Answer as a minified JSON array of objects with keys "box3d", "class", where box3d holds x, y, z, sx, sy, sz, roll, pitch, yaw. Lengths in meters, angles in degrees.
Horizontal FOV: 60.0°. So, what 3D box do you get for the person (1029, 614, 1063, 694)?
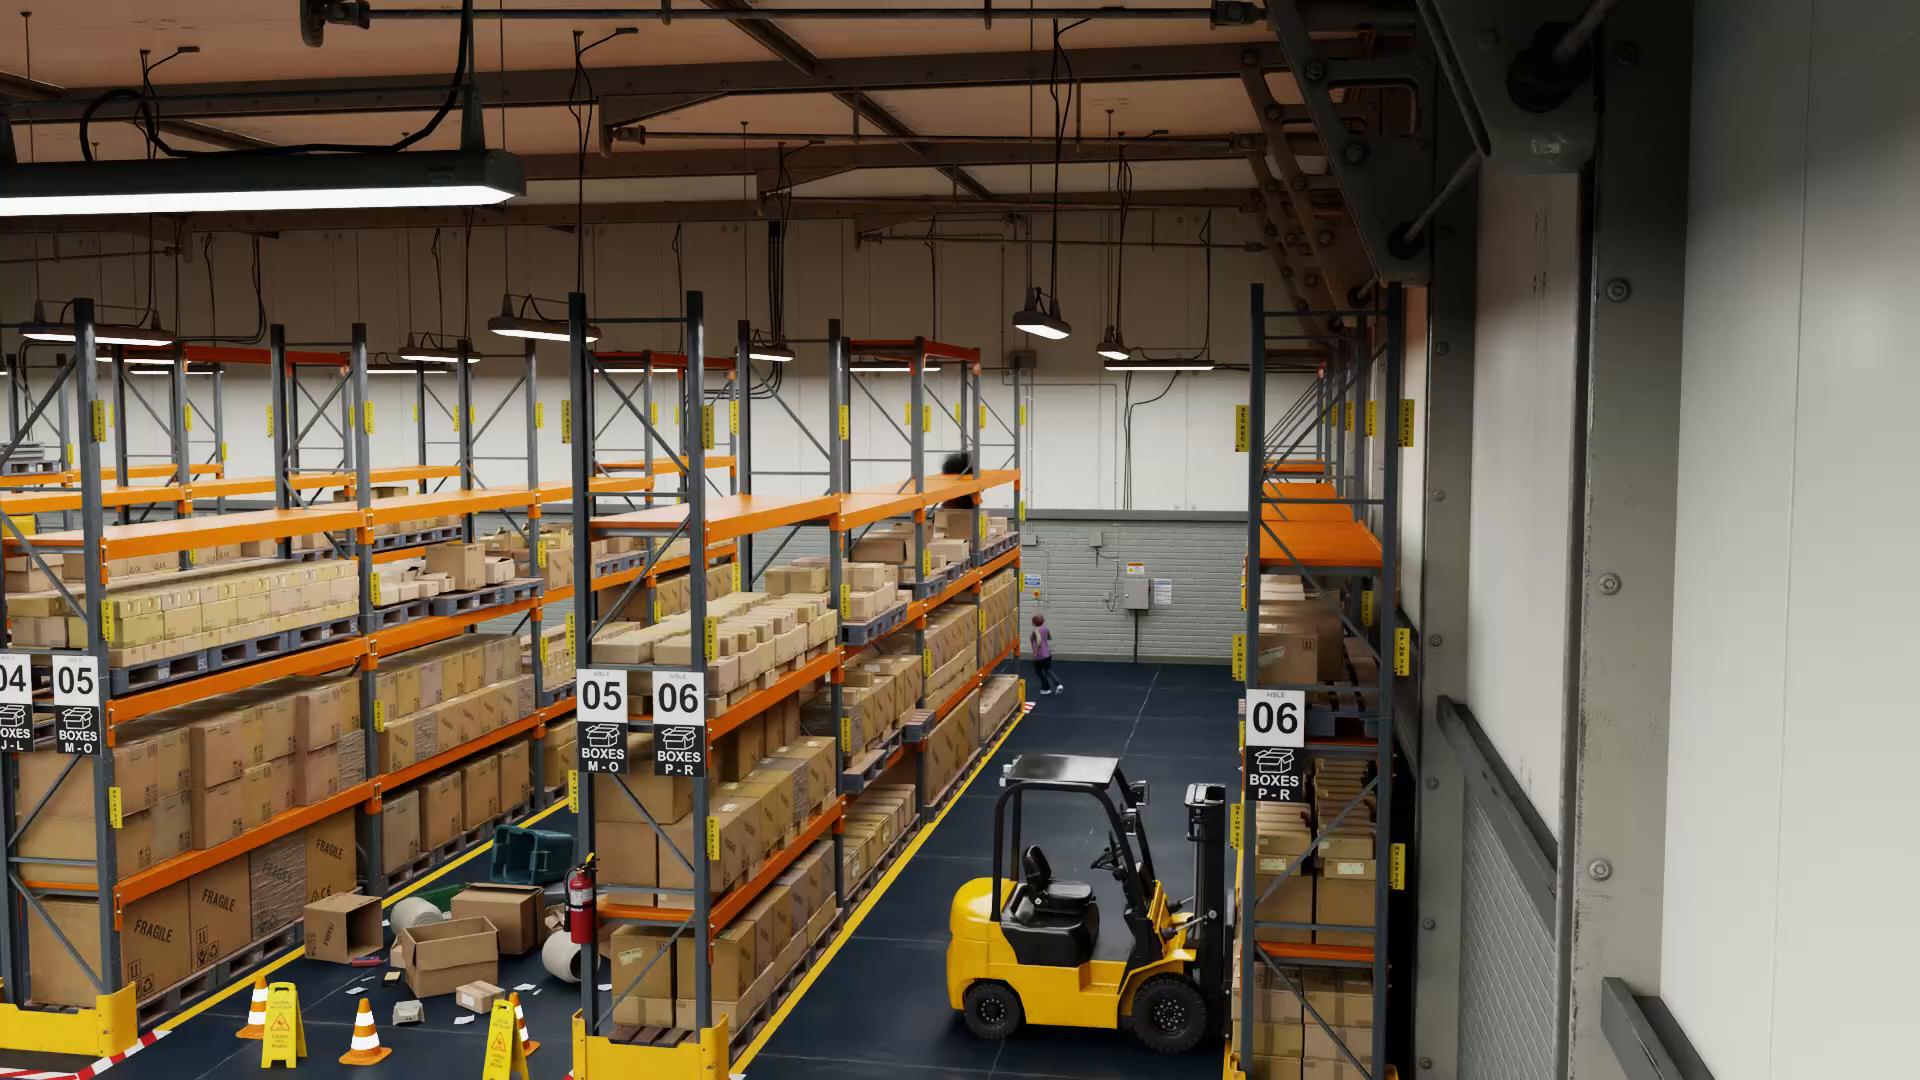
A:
[{"box3d":[1.465,2.047,29.454,0.657,1.516,0.734,-4,6,-40],"class":"person"}]
